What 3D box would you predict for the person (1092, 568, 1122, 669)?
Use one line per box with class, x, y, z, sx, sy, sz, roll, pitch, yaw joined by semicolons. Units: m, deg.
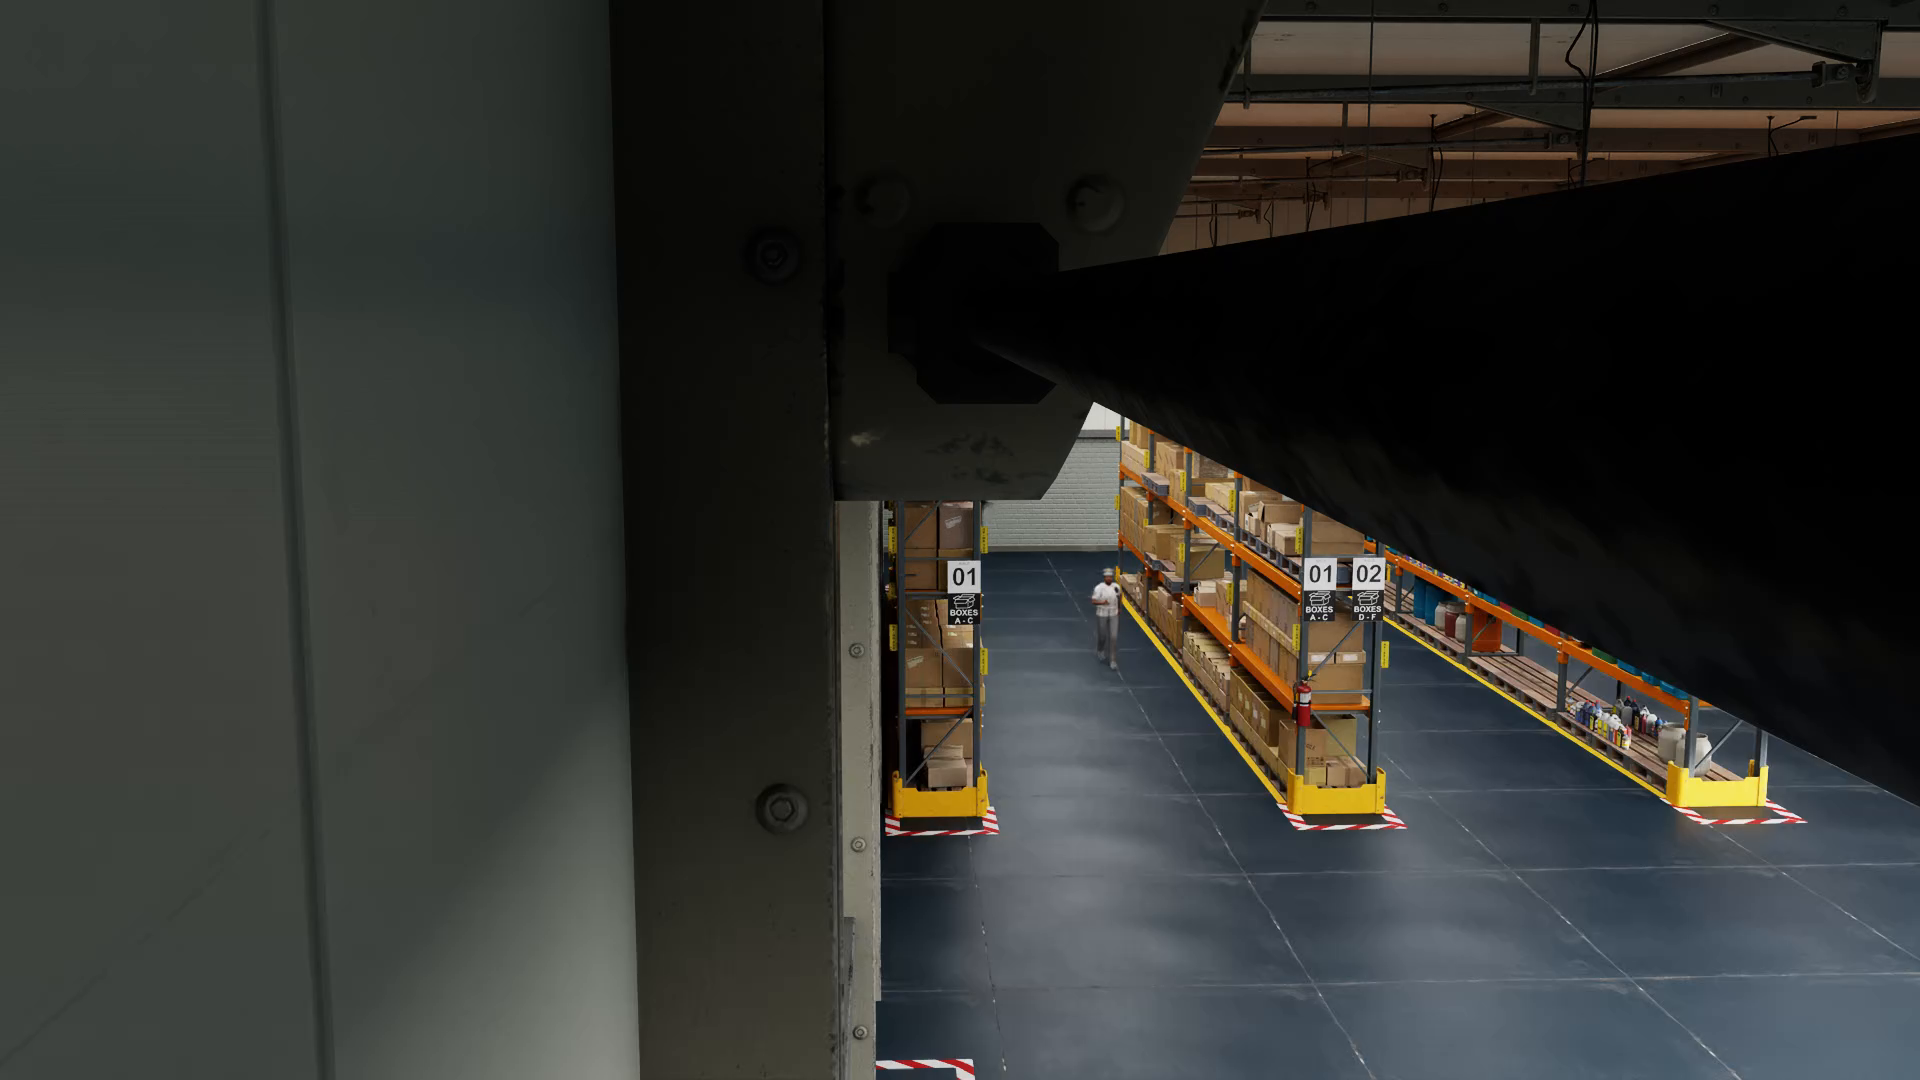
person;2.561;1.320;28.823;0.575;1.696;0.909;-1;8;-5
